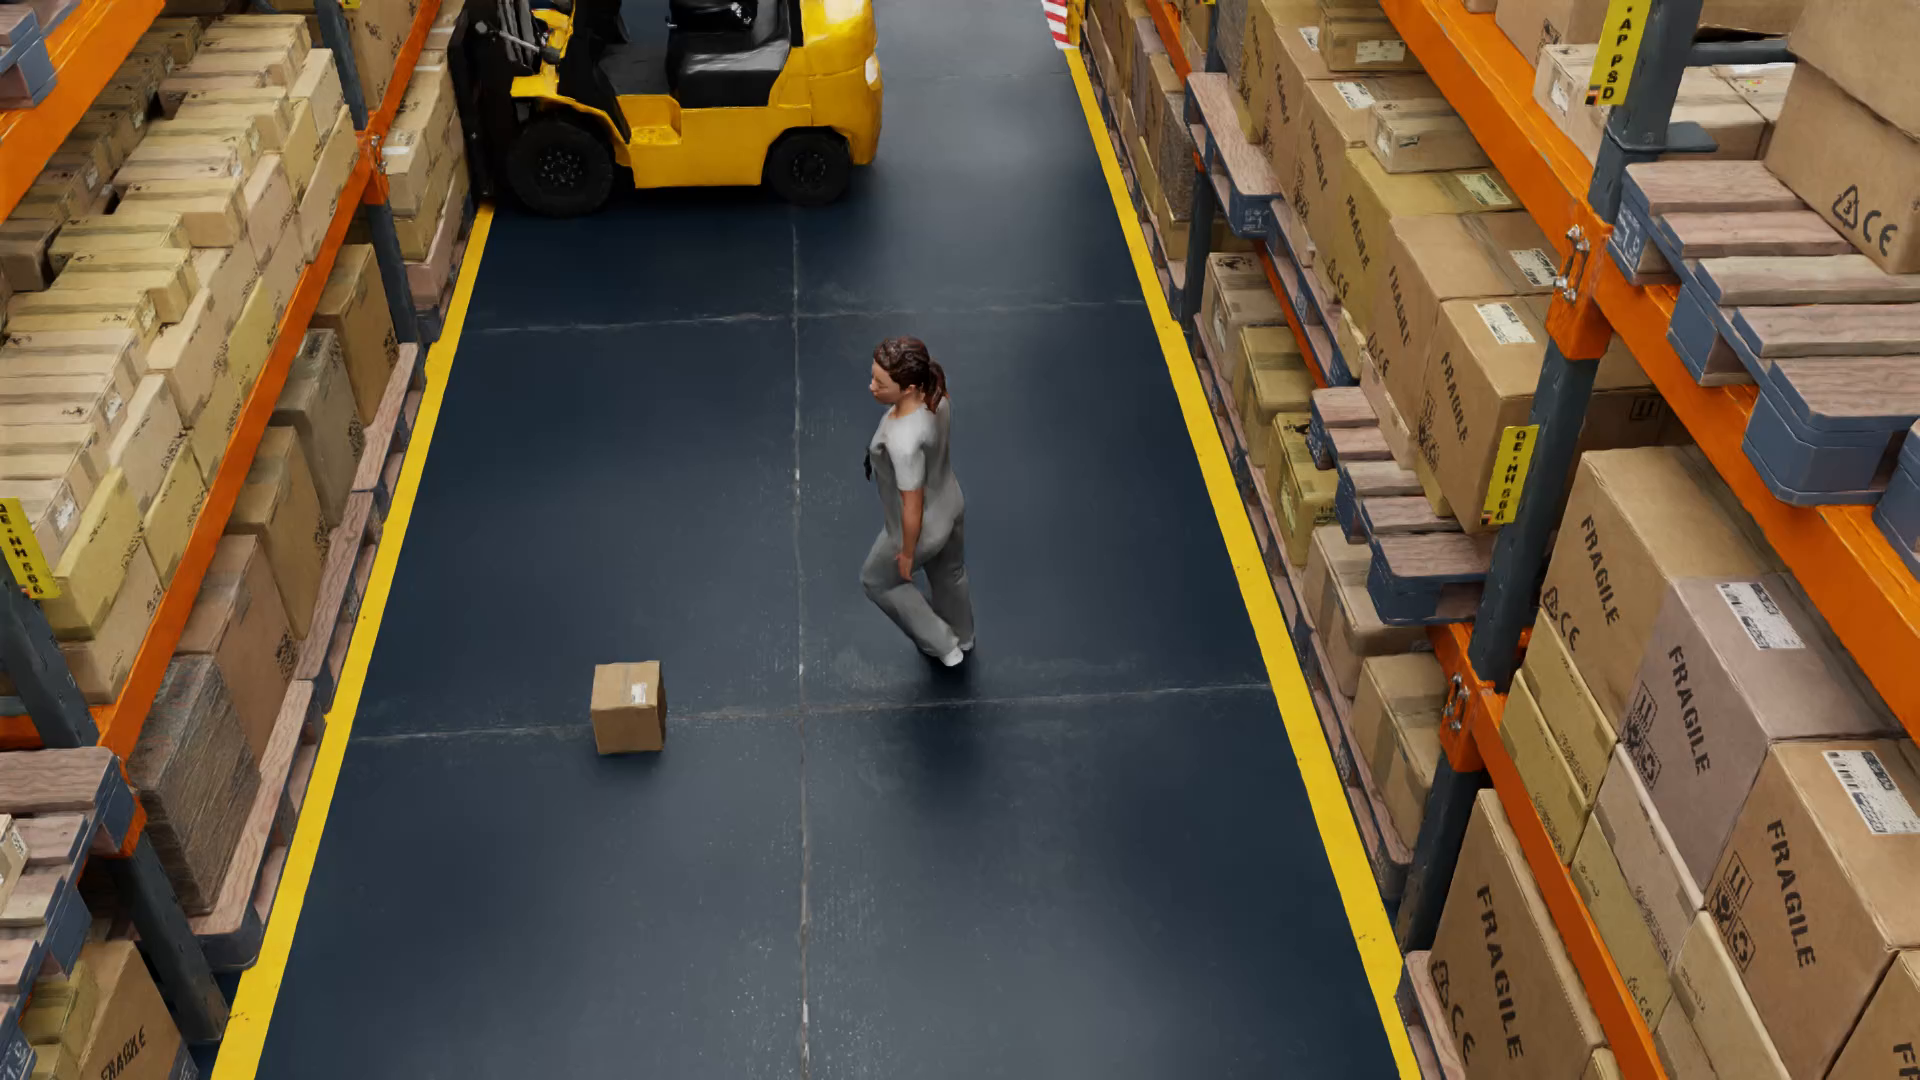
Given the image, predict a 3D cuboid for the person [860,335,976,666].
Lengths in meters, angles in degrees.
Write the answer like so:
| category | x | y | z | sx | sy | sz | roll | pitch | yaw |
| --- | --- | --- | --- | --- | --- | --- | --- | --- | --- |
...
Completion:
| category | x | y | z | sx | sy | sz | roll | pitch | yaw |
| --- | --- | --- | --- | --- | --- | --- | --- | --- | --- |
| person | -0.176 | -0.105 | 6.288 | 0.394 | 1.644 | 0.569 | 13 | 41 | 16 |
